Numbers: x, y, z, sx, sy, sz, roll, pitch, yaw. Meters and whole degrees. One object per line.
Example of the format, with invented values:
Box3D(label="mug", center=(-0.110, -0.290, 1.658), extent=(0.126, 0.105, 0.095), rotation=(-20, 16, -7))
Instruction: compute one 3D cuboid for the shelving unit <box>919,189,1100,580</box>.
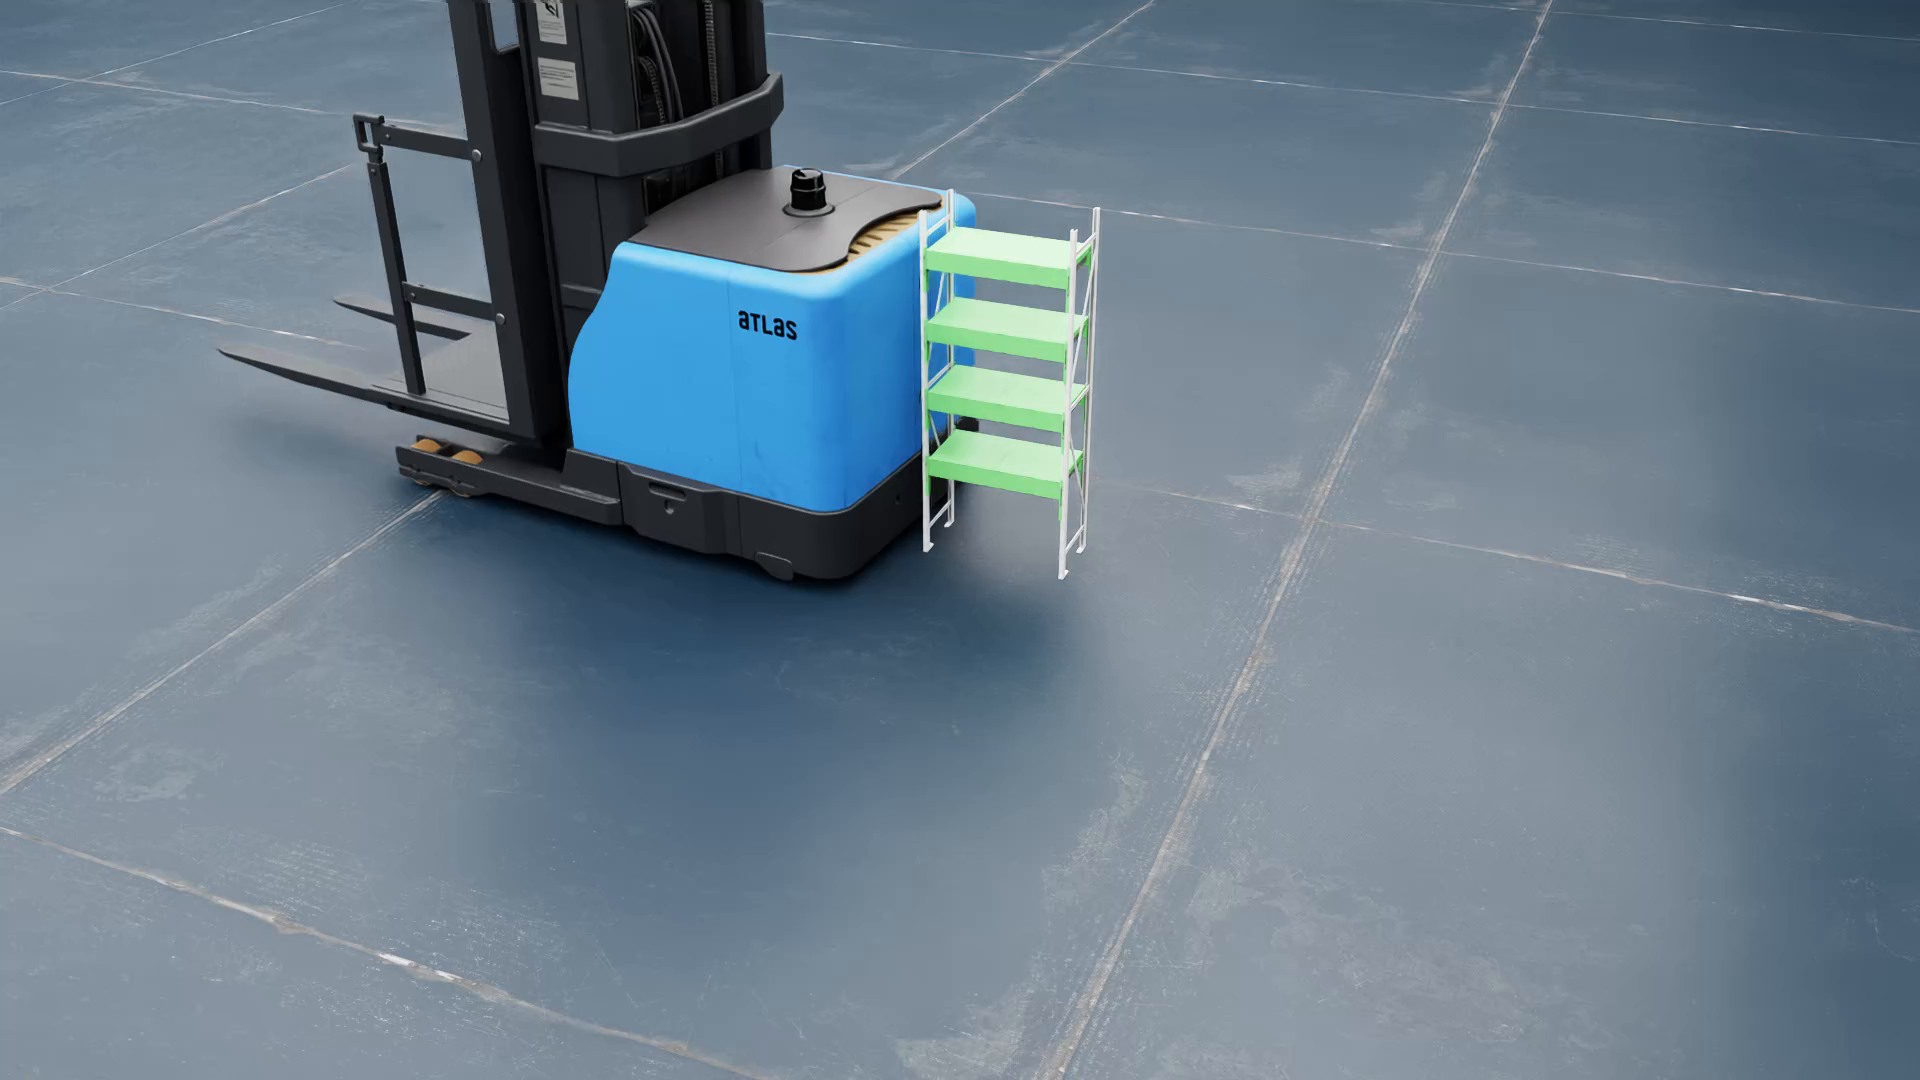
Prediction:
Box3D(label="shelving unit", center=(0.153, -0.492, 5.401), extent=(0.503, 1.200, 0.258), rotation=(11, 31, 19))

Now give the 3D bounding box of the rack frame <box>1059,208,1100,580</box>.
Box3D(label="rack frame", center=(0.379, -0.447, 5.321), extent=(0.015, 1.200, 0.240), rotation=(11, 31, 19))

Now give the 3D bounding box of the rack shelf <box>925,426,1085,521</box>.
Box3D(label="rack shelf", center=(0.153, -0.227, 5.550), extent=(0.480, 0.148, 0.258), rotation=(11, 31, 19))

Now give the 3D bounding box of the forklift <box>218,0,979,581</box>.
Box3D(label="forklift", center=(-1.477, -1.644, 5.679), extent=(3.031, 2.935, 1.130), rotation=(15, 33, 24))

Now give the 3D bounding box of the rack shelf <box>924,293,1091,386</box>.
Box3D(label="rack shelf", center=(0.153, -0.645, 5.314), extent=(0.480, 0.148, 0.258), rotation=(11, 31, 19))

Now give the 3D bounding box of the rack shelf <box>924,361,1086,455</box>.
Box3D(label="rack shelf", center=(0.153, -0.436, 5.432), extent=(0.480, 0.148, 0.258), rotation=(11, 31, 19))

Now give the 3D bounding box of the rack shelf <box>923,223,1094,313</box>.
Box3D(label="rack shelf", center=(0.153, -0.854, 5.196), extent=(0.480, 0.148, 0.258), rotation=(11, 31, 19))

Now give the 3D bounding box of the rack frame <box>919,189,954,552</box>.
Box3D(label="rack frame", center=(-0.073, -0.537, 5.480), extent=(0.015, 1.200, 0.240), rotation=(11, 31, 19))
